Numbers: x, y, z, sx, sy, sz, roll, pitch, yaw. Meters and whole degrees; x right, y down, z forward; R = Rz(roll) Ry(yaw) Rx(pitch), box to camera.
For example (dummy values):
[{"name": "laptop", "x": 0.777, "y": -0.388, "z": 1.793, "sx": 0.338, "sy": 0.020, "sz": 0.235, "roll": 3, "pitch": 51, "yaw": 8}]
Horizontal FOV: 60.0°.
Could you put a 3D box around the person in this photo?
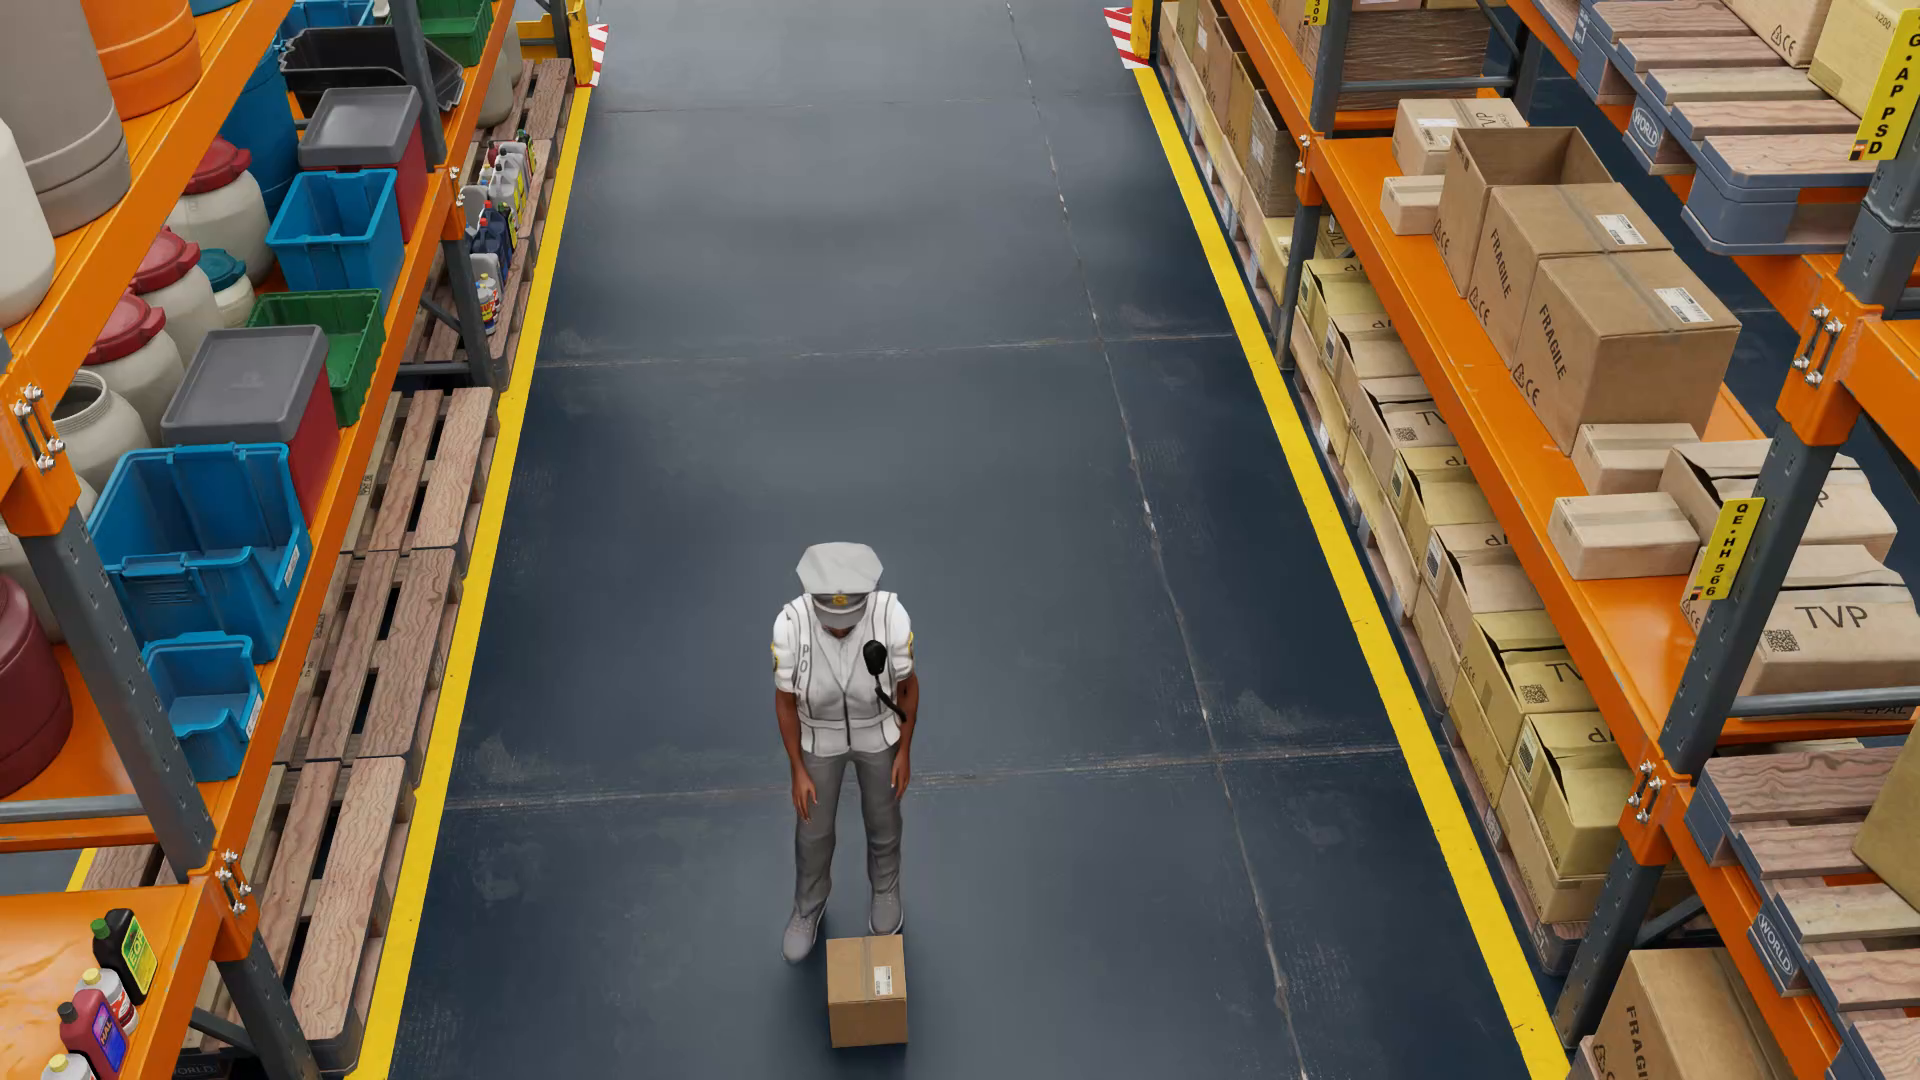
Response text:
[{"name": "person", "x": -0.382, "y": 0.675, "z": 5.342, "sx": 0.508, "sy": 1.683, "sz": 0.433, "roll": -3, "pitch": 39, "yaw": -4}]
